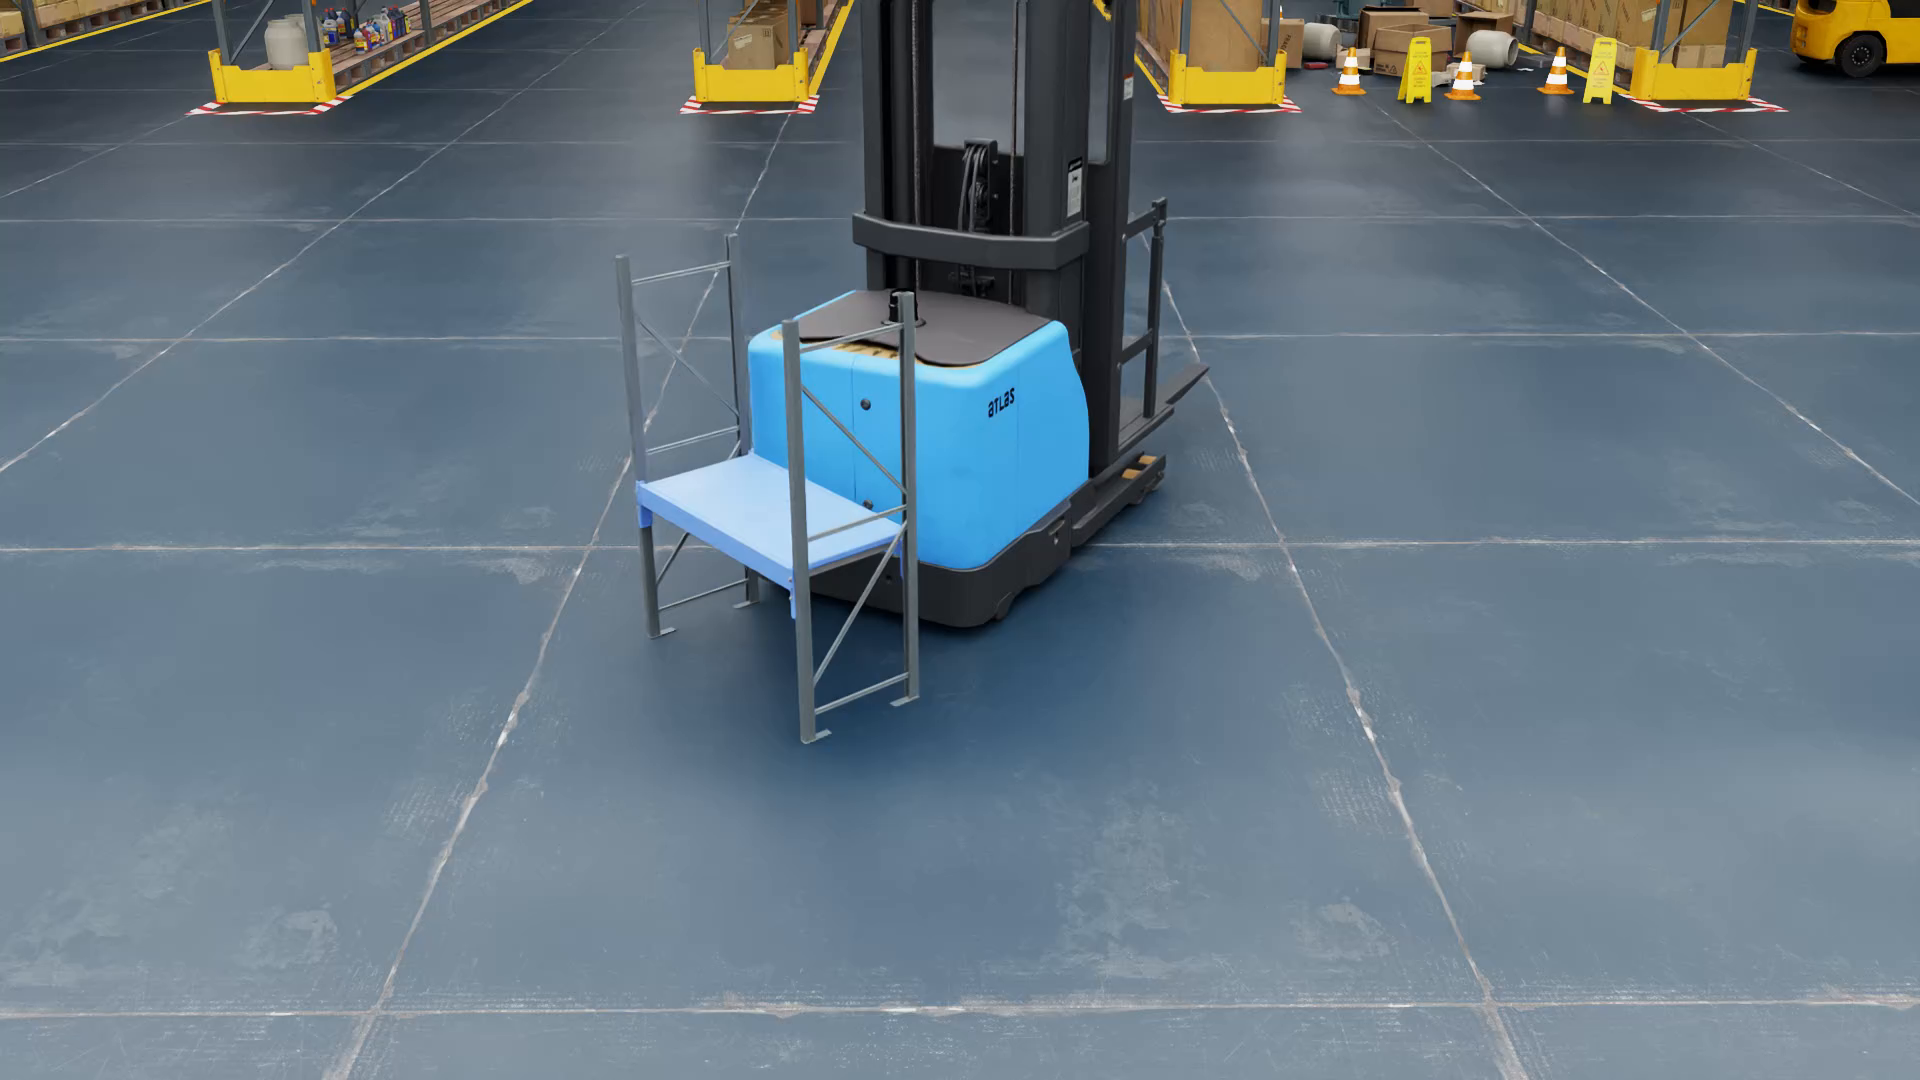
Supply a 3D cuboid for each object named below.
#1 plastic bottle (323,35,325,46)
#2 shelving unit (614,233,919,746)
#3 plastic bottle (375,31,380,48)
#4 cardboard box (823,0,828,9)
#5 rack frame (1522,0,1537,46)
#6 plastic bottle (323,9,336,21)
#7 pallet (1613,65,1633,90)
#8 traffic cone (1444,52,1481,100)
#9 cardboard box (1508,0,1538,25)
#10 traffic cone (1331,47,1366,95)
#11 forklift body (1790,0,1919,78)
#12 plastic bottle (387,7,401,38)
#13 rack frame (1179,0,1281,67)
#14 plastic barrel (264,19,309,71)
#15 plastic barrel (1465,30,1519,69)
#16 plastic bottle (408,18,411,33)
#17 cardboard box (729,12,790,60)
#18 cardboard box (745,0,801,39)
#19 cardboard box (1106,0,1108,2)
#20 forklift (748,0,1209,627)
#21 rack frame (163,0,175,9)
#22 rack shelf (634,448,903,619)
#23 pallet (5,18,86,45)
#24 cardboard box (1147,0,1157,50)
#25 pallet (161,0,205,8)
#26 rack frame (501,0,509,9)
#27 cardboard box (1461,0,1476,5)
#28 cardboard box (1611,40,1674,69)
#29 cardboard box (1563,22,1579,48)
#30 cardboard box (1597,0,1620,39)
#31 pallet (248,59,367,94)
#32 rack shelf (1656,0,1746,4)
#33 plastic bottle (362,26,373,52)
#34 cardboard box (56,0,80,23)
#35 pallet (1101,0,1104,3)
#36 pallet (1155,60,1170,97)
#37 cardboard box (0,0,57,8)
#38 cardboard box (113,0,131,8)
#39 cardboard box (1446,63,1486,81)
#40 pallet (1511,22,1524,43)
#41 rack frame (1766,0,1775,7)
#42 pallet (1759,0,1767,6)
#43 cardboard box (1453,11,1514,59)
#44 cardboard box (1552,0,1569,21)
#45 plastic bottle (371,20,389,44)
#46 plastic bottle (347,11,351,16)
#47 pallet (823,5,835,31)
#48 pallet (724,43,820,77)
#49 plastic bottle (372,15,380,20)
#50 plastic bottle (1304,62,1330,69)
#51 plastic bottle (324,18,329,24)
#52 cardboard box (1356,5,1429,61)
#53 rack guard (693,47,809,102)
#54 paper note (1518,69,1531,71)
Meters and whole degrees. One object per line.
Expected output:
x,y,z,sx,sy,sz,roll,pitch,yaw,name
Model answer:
-7.446,-5.819,19.338,0.097,0.201,0.097,0,24,0,plastic bottle
-0.677,-0.210,5.895,0.538,1.500,1.048,-19,31,-36,shelving unit
-6.850,-5.867,19.443,0.097,0.201,0.097,0,24,0,plastic bottle
-2.211,-7.611,22.939,0.700,0.500,0.500,2,24,4,cardboard box
7.683,-7.684,20.600,1.000,3.000,0.127,0,24,-1,rack frame
-7.583,-6.199,19.996,0.144,0.351,0.185,-1,24,-3,plastic bottle
7.752,-5.132,18.340,1.003,0.211,1.213,0,24,-1,pallet
5.326,-4.907,17.537,0.336,0.463,0.334,0,24,-1,traffic cone
7.675,-6.895,21.533,0.950,0.372,0.625,0,24,0,cardboard box
4.192,-5.042,17.836,0.336,0.463,0.334,0,24,-1,traffic cone
10.845,-6.446,18.893,2.313,2.155,1.214,0,24,-1,forklift body
-6.882,-6.268,20.149,0.144,0.351,0.185,-1,24,-3,plastic bottle
2.778,-5.972,16.815,1.000,3.000,0.127,0,24,-1,rack frame
-7.219,-5.298,17.833,0.421,0.512,0.421,0,24,0,plastic barrel
6.190,-5.707,19.354,0.512,0.421,0.421,19,30,35,plastic barrel
-6.864,-6.395,20.611,0.097,0.201,0.097,0,24,0,plastic bottle
-2.214,-5.548,18.400,0.500,0.500,0.500,6,25,13,cardboard box
-2.248,-6.291,20.044,0.500,0.500,0.500,8,25,16,cardboard box
2.607,-8.184,23.925,1.050,0.750,0.750,-1,24,-1,cardboard box
0.307,-1.573,7.170,1.130,2.935,3.031,12,27,25,forklift
-12.176,-9.245,24.051,1.000,3.000,0.127,0,24,-1,rack frame
-0.677,-0.046,5.969,0.538,0.185,1.000,-19,31,-36,rack shelf
-12.179,-6.630,21.652,1.003,0.211,1.213,0,24,-1,pallet
2.685,-6.213,19.416,0.875,0.875,0.875,0,24,0,cardboard box
-12.146,-8.282,25.306,1.003,0.211,1.213,0,24,-1,pallet
-7.223,-9.266,24.097,1.000,3.000,0.127,0,24,-1,rack frame
7.652,-7.790,23.513,0.950,0.372,0.625,-1,24,-2,cardboard box
7.448,-5.316,18.192,0.500,0.250,0.500,0,24,-1,cardboard box
7.445,-5.940,19.571,0.500,0.250,0.500,-1,24,-1,cardboard box
7.448,-5.860,18.484,0.500,0.500,0.500,1,24,1,cardboard box
-7.187,-5.065,18.192,1.003,0.211,1.213,0,24,-1,pallet
7.705,-6.532,18.927,1.077,0.370,4.000,0,24,-1,rack shelf
-6.828,-5.774,19.139,0.061,0.283,0.133,0,24,0,plastic bottle
-11.893,-6.913,21.723,0.500,0.250,0.500,0,24,1,cardboard box
2.684,-8.320,25.390,1.003,0.211,1.213,0,24,-1,pallet
2.691,-5.031,18.117,1.003,0.211,1.213,0,24,-1,pallet
-11.888,-6.962,21.150,0.500,0.311,0.500,0,24,0,cardboard box
-11.915,-7.548,23.127,0.500,0.250,0.500,0,24,1,cardboard box
5.692,-5.268,18.717,0.380,0.149,0.250,13,27,27,cardboard box
7.673,-6.735,21.884,1.003,0.211,1.213,0,24,-1,pallet
12.603,-9.356,24.298,1.000,3.000,0.127,0,24,-1,rack frame
12.632,-8.394,25.553,1.003,0.211,1.213,0,24,-1,pallet
6.334,-6.099,20.125,0.500,0.500,0.500,19,30,35,cardboard box
7.437,-6.500,19.898,0.500,0.500,0.500,1,24,2,cardboard box
-6.881,-6.034,19.722,0.152,0.276,0.135,0,24,0,plastic bottle
-7.477,-6.315,20.334,0.061,0.283,0.133,0,24,-1,plastic bottle
-2.253,-7.194,22.900,1.003,0.211,1.213,0,24,-1,pallet
-2.168,-5.589,19.351,1.003,0.211,1.213,0,24,-1,pallet
-7.030,-6.223,20.140,0.152,0.276,0.135,0,24,-1,plastic bottle
4.177,-5.546,19.438,0.283,0.061,0.133,-9,26,-19,plastic bottle
-7.544,-6.102,19.879,0.097,0.271,0.097,0,24,0,plastic bottle
5.157,-6.058,19.870,0.797,0.637,0.503,0,24,-1,cardboard box
-2.184,-4.884,17.442,1.175,0.500,0.348,0,24,-1,rack guard
6.571,-5.465,19.297,0.142,0.019,0.148,-9,26,-19,paper note
